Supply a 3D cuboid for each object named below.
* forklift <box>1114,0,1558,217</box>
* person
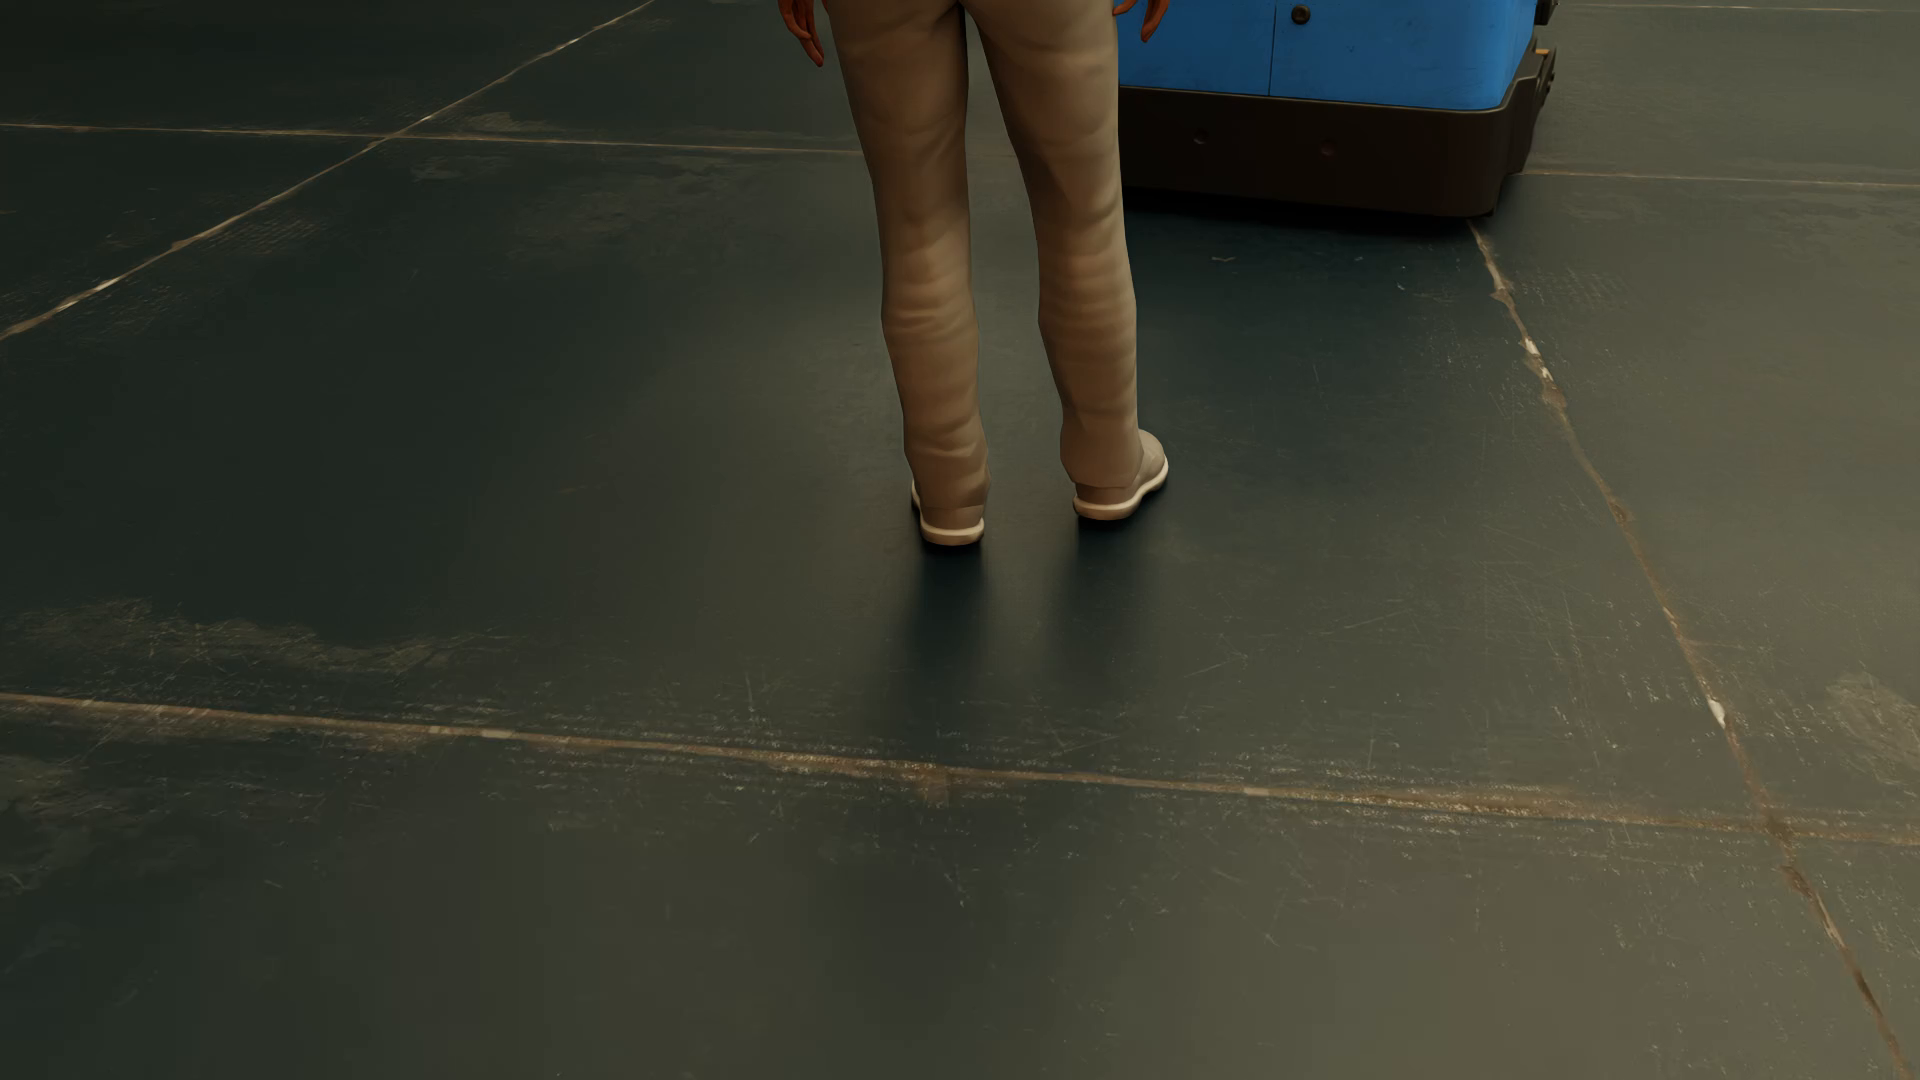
[{"bbox_3d":[1.262,-2.690,4.609,1.130,2.935,3.031,10,28,19],"label":"forklift"},{"bbox_3d":[0.030,-0.796,2.182,0.569,1.695,0.530,3,27,7],"label":"person"}]
